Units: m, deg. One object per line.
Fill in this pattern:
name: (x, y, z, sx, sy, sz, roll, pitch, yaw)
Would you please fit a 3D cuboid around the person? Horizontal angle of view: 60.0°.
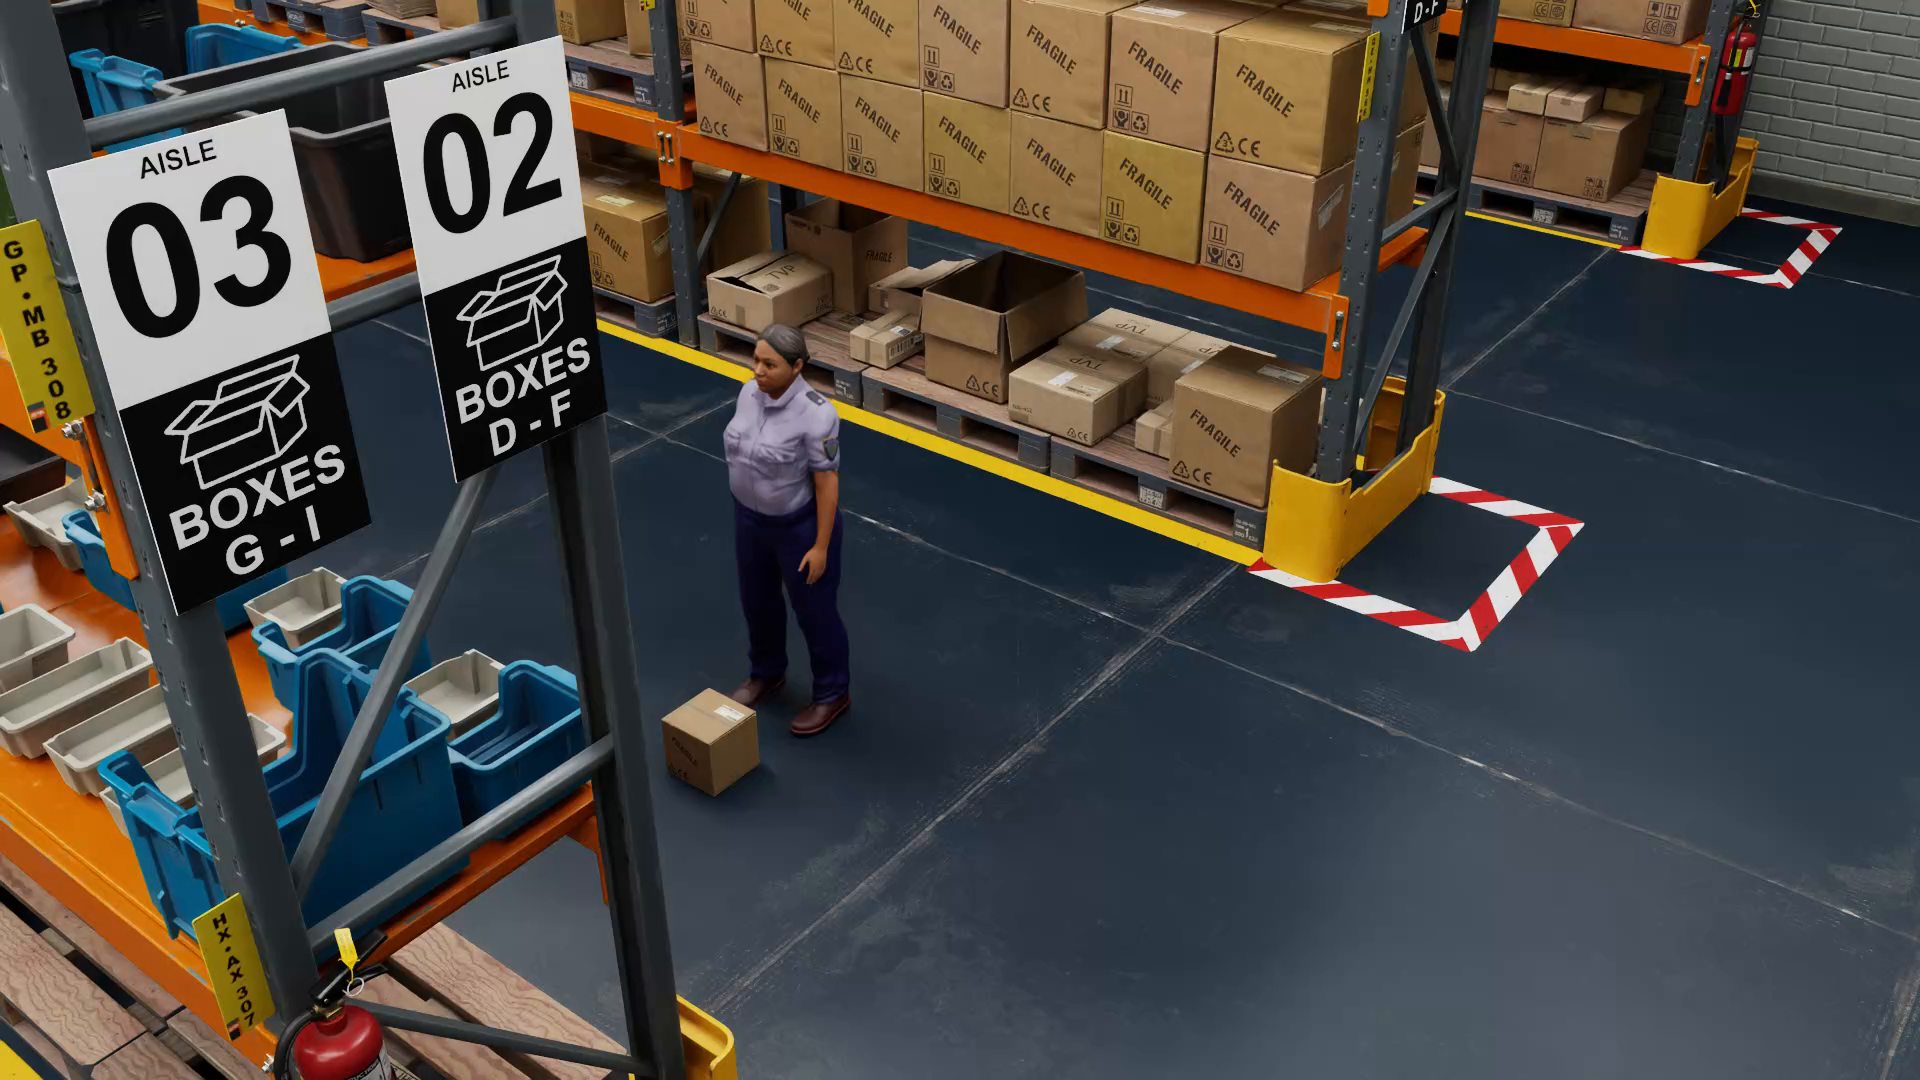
person: (-0.660, -0.032, 6.204, 0.493, 1.663, 0.367, 22, 37, 32)
